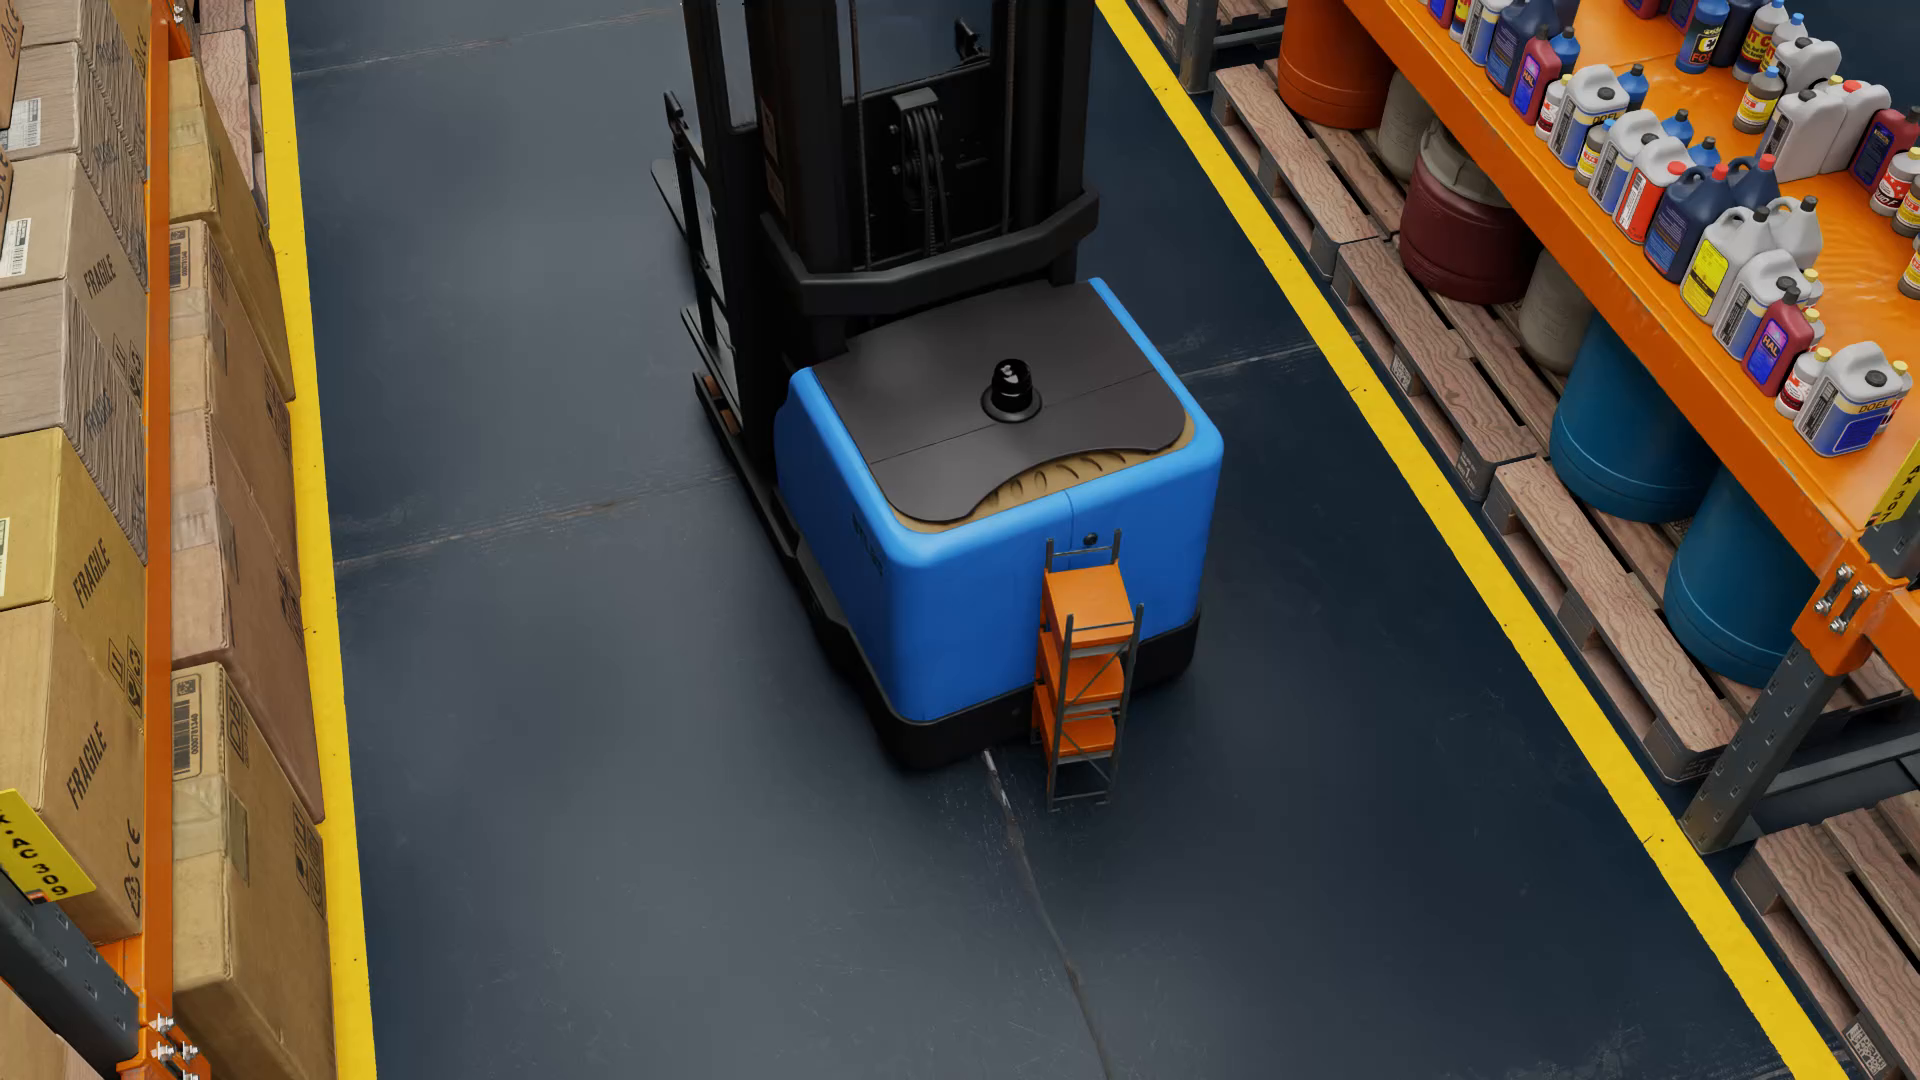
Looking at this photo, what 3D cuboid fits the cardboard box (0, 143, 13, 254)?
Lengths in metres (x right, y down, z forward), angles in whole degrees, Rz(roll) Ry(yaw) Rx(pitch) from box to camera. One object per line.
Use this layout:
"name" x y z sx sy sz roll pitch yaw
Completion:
"cardboard box" -2.657 -0.834 3.770 0.797 0.503 0.637 -12 51 -10

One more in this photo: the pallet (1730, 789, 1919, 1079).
"pallet" 2.916 1.248 4.560 1.003 0.211 1.213 -13 51 -11

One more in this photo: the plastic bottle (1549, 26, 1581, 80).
"plastic bottle" 1.829 -1.445 5.091 0.097 0.271 0.097 0 50 0

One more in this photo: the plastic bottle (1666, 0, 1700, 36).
"plastic bottle" 2.380 -1.783 5.368 0.061 0.283 0.133 -13 51 -11

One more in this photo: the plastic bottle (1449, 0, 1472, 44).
"plastic bottle" 1.648 -1.736 5.336 0.097 0.271 0.097 0 50 0

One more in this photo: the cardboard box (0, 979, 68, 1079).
"cardboard box" -1.678 0.927 2.420 0.500 0.500 0.500 -12 51 -10

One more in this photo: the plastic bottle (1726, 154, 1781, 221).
"plastic bottle" 2.160 -0.928 4.603 0.144 0.351 0.185 -13 51 -11

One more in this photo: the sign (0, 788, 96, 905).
"sign" -1.540 0.509 2.741 0.100 0.325 0.005 -13 51 -11

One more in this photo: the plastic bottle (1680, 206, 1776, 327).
"plastic bottle" 2.077 -0.761 4.462 0.144 0.351 0.185 -13 51 -11

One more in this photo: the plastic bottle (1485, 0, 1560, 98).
"plastic bottle" 1.751 -1.565 5.140 0.144 0.351 0.185 -13 51 -11

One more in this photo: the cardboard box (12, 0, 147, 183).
"cardboard box" -2.728 -1.343 4.855 0.500 0.500 0.500 -14 51 -11

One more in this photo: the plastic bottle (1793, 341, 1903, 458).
"plastic bottle" 2.236 -0.354 4.168 0.152 0.276 0.135 -13 51 -11

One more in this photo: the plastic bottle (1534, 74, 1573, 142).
"plastic bottle" 1.810 -1.311 5.024 0.097 0.201 0.097 0 50 0

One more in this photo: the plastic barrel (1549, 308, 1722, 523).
"plastic barrel" 2.308 -0.557 5.355 0.600 0.901 0.708 -13 51 -11

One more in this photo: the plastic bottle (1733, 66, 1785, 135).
"plastic bottle" 2.433 -1.343 5.051 0.097 0.201 0.097 0 50 0

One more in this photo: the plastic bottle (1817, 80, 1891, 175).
"plastic bottle" 2.615 -1.240 4.914 0.152 0.276 0.135 -13 51 -11

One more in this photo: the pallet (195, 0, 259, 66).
"pallet" -3.840 -2.543 7.755 1.003 0.211 1.213 -13 51 -11

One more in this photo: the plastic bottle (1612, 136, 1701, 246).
"plastic bottle" 1.979 -0.989 4.703 0.152 0.276 0.135 -13 51 -11

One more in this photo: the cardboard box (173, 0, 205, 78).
"cardboard box" -3.646 -2.204 6.993 0.700 0.500 0.500 -17 52 -14

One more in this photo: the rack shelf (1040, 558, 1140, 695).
"rack shelf" 0.347 0.235 4.501 0.215 0.259 0.240 -8 53 -7

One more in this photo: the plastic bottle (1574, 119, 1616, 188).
"plastic bottle" 1.879 -1.142 4.881 0.097 0.201 0.097 0 50 0

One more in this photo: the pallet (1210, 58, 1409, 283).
"pallet" 1.752 -1.636 6.991 1.003 0.211 1.213 -13 51 -11

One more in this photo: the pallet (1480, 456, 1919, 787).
"pallet" 2.473 0.146 5.488 1.003 0.211 1.213 -13 51 -11

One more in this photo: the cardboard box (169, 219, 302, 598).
"cardboard box" -2.812 -0.270 5.131 1.225 0.875 0.875 -13 51 -11

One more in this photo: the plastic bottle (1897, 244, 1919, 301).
"plastic bottle" 2.667 -0.765 4.563 0.097 0.201 0.097 0 50 0

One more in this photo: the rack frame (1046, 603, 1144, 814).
"rack frame" 0.365 0.496 4.645 0.200 1.050 0.008 -8 53 -7

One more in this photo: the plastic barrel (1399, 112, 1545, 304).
"plastic barrel" 1.974 -1.281 6.170 0.600 0.588 0.708 -13 51 -11

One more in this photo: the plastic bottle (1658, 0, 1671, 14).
"plastic bottle" 2.351 -1.925 5.444 0.144 0.351 0.185 -13 51 -11

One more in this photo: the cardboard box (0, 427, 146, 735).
"cardboard box" -2.117 0.149 3.597 0.500 0.500 0.500 -13 51 -11

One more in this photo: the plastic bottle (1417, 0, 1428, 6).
"plastic bottle" 1.579 -1.904 5.478 0.097 0.271 0.097 0 50 0

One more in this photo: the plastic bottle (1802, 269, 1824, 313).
"plastic bottle" 2.242 -0.639 4.456 0.097 0.201 0.097 0 50 0

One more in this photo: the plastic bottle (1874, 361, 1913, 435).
"plastic bottle" 2.350 -0.372 4.232 0.097 0.201 0.097 0 50 0

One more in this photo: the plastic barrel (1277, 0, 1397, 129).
"plastic barrel" 1.640 -2.183 6.773 0.600 0.830 0.708 -13 51 -11

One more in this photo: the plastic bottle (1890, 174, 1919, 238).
"plastic bottle" 2.743 -0.969 4.735 0.097 0.201 0.097 0 50 0

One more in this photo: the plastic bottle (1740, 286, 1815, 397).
"plastic bottle" 2.124 -0.515 4.299 0.061 0.283 0.133 -13 51 -11

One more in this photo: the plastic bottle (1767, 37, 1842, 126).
"plastic bottle" 2.546 -1.409 5.057 0.152 0.276 0.135 -13 51 -11

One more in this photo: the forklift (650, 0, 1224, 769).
"forklift" -0.321 -1.392 5.007 1.130 2.935 3.031 -19 53 -16

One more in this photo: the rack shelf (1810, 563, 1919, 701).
"rack shelf" 3.253 1.513 2.983 1.077 0.370 4.000 -13 51 -11

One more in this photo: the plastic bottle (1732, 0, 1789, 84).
"plastic bottle" 2.509 -1.570 5.196 0.097 0.271 0.097 0 50 0

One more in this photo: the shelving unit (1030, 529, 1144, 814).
"shelving unit" 0.344 0.400 4.718 0.215 1.050 0.252 -8 53 -7

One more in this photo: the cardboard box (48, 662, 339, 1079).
"cardboard box" -2.278 1.027 4.037 1.225 0.875 0.875 -13 51 -11

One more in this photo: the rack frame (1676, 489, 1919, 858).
"rack frame" 2.662 -0.179 3.939 1.000 3.000 0.127 -13 51 -11

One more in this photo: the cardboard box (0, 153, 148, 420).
"cardboard box" -2.422 -0.593 4.223 0.500 0.500 0.500 -12 51 -10

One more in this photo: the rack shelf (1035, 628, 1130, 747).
"rack shelf" 0.344 0.407 4.726 0.215 0.259 0.240 -8 53 -7

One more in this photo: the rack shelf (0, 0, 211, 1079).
"rack shelf" -2.661 -0.288 4.502 1.077 0.370 4.000 -13 51 -11

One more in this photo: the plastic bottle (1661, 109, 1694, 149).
"plastic bottle" 2.053 -1.128 4.823 0.097 0.271 0.097 0 50 0
